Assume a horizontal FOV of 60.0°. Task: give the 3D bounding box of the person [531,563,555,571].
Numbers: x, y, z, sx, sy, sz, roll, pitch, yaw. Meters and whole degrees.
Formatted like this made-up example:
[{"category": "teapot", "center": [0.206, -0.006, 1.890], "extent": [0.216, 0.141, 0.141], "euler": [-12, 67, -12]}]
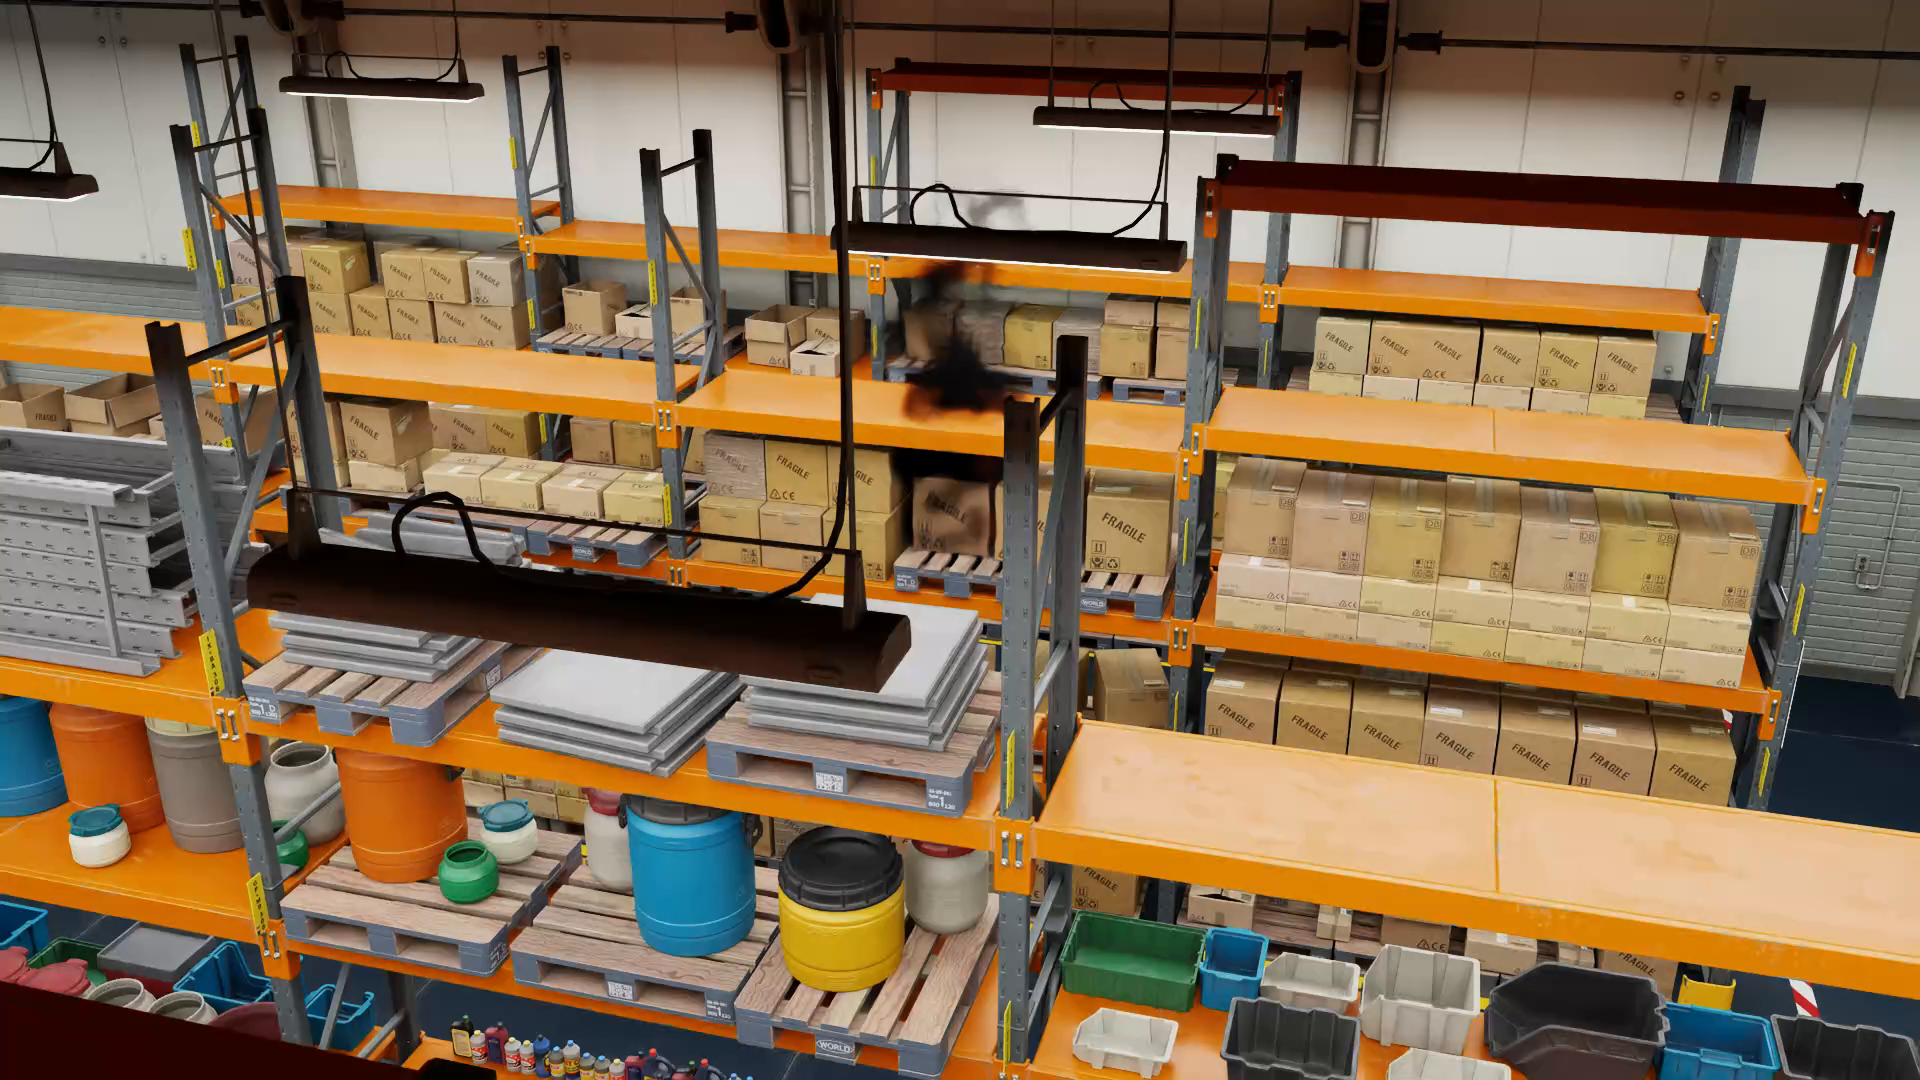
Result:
[{"category": "person", "center": [-4.319, 0.788, 16.529], "extent": [0.989, 1.758, 0.662], "euler": [4, 23, 9]}]
